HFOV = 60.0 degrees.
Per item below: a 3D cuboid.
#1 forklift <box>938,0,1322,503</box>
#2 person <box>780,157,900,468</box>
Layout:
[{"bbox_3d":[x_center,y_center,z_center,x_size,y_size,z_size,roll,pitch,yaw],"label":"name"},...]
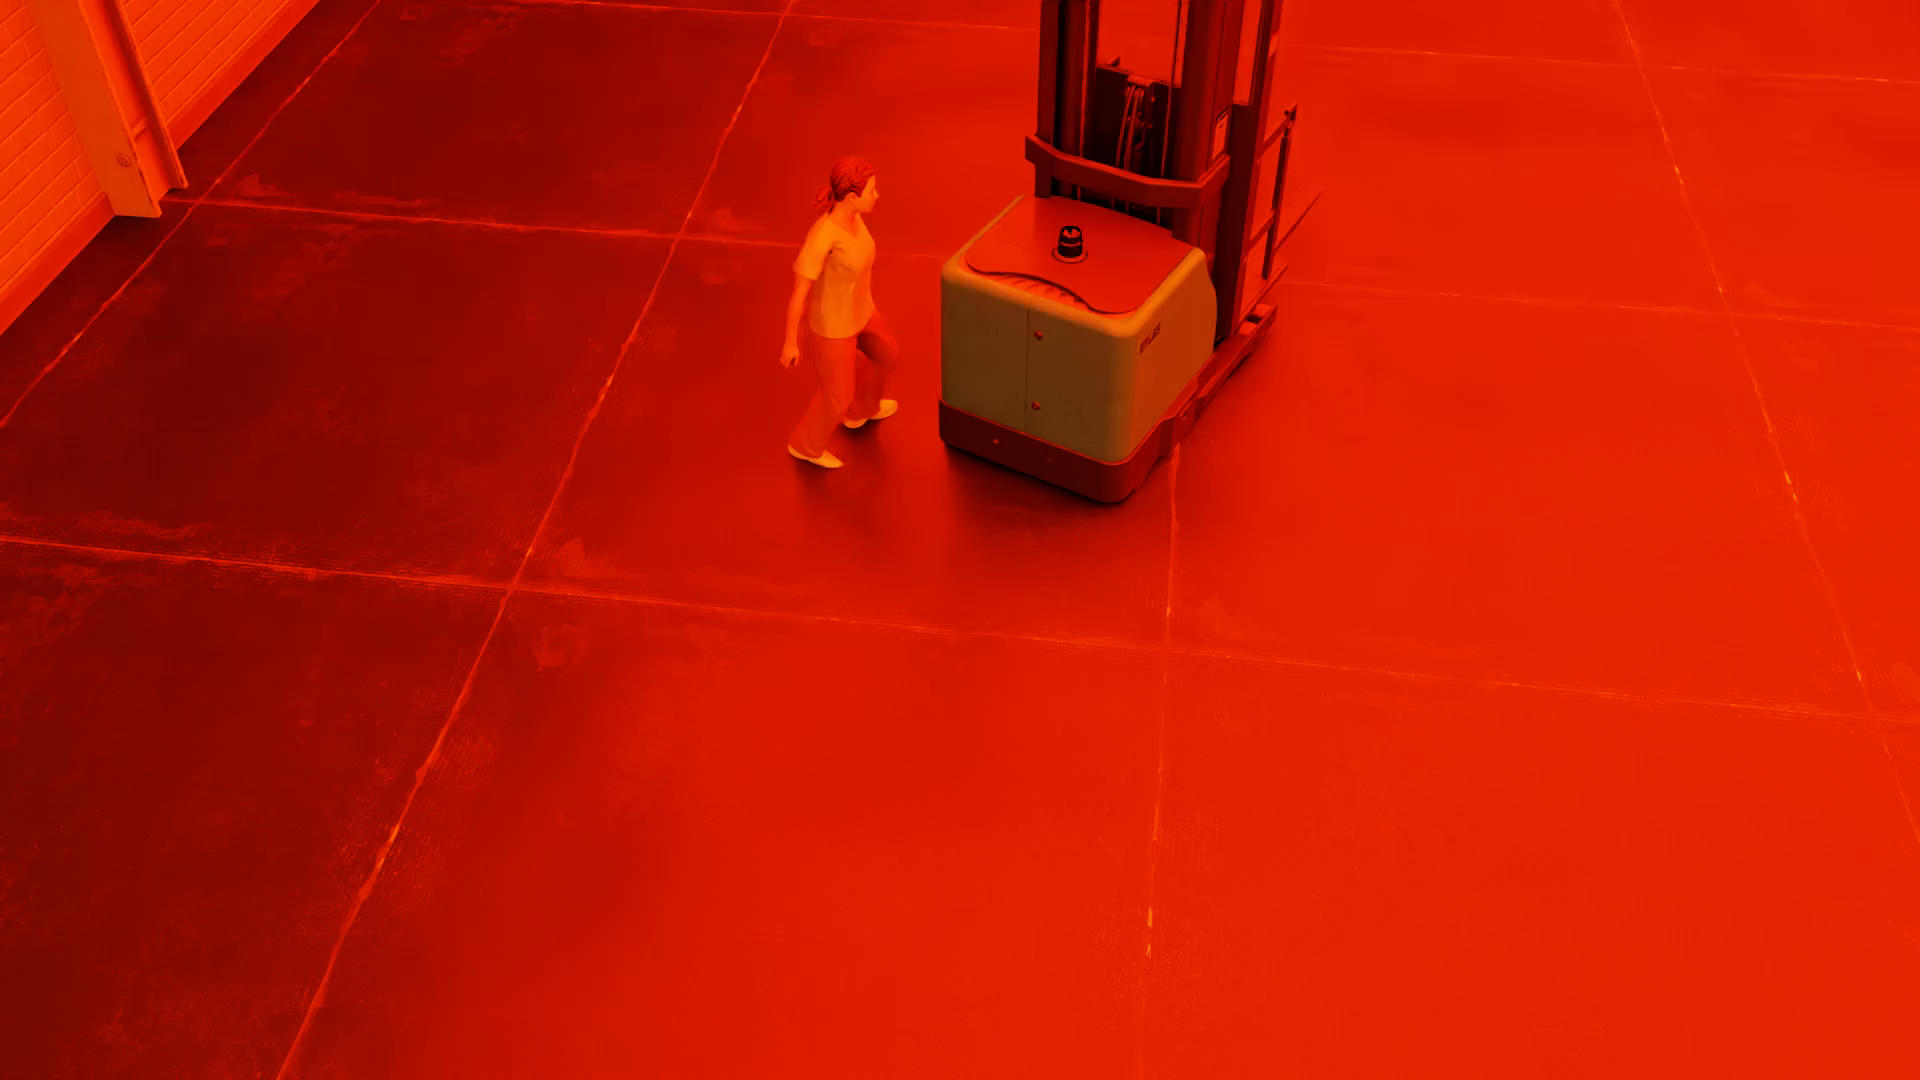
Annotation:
[{"bbox_3d":[1.078,-2.240,8.162,1.130,2.935,3.031,22,47,22],"label":"forklift"},{"bbox_3d":[-0.599,-1.052,7.871,0.443,1.648,0.814,18,46,19],"label":"person"}]
